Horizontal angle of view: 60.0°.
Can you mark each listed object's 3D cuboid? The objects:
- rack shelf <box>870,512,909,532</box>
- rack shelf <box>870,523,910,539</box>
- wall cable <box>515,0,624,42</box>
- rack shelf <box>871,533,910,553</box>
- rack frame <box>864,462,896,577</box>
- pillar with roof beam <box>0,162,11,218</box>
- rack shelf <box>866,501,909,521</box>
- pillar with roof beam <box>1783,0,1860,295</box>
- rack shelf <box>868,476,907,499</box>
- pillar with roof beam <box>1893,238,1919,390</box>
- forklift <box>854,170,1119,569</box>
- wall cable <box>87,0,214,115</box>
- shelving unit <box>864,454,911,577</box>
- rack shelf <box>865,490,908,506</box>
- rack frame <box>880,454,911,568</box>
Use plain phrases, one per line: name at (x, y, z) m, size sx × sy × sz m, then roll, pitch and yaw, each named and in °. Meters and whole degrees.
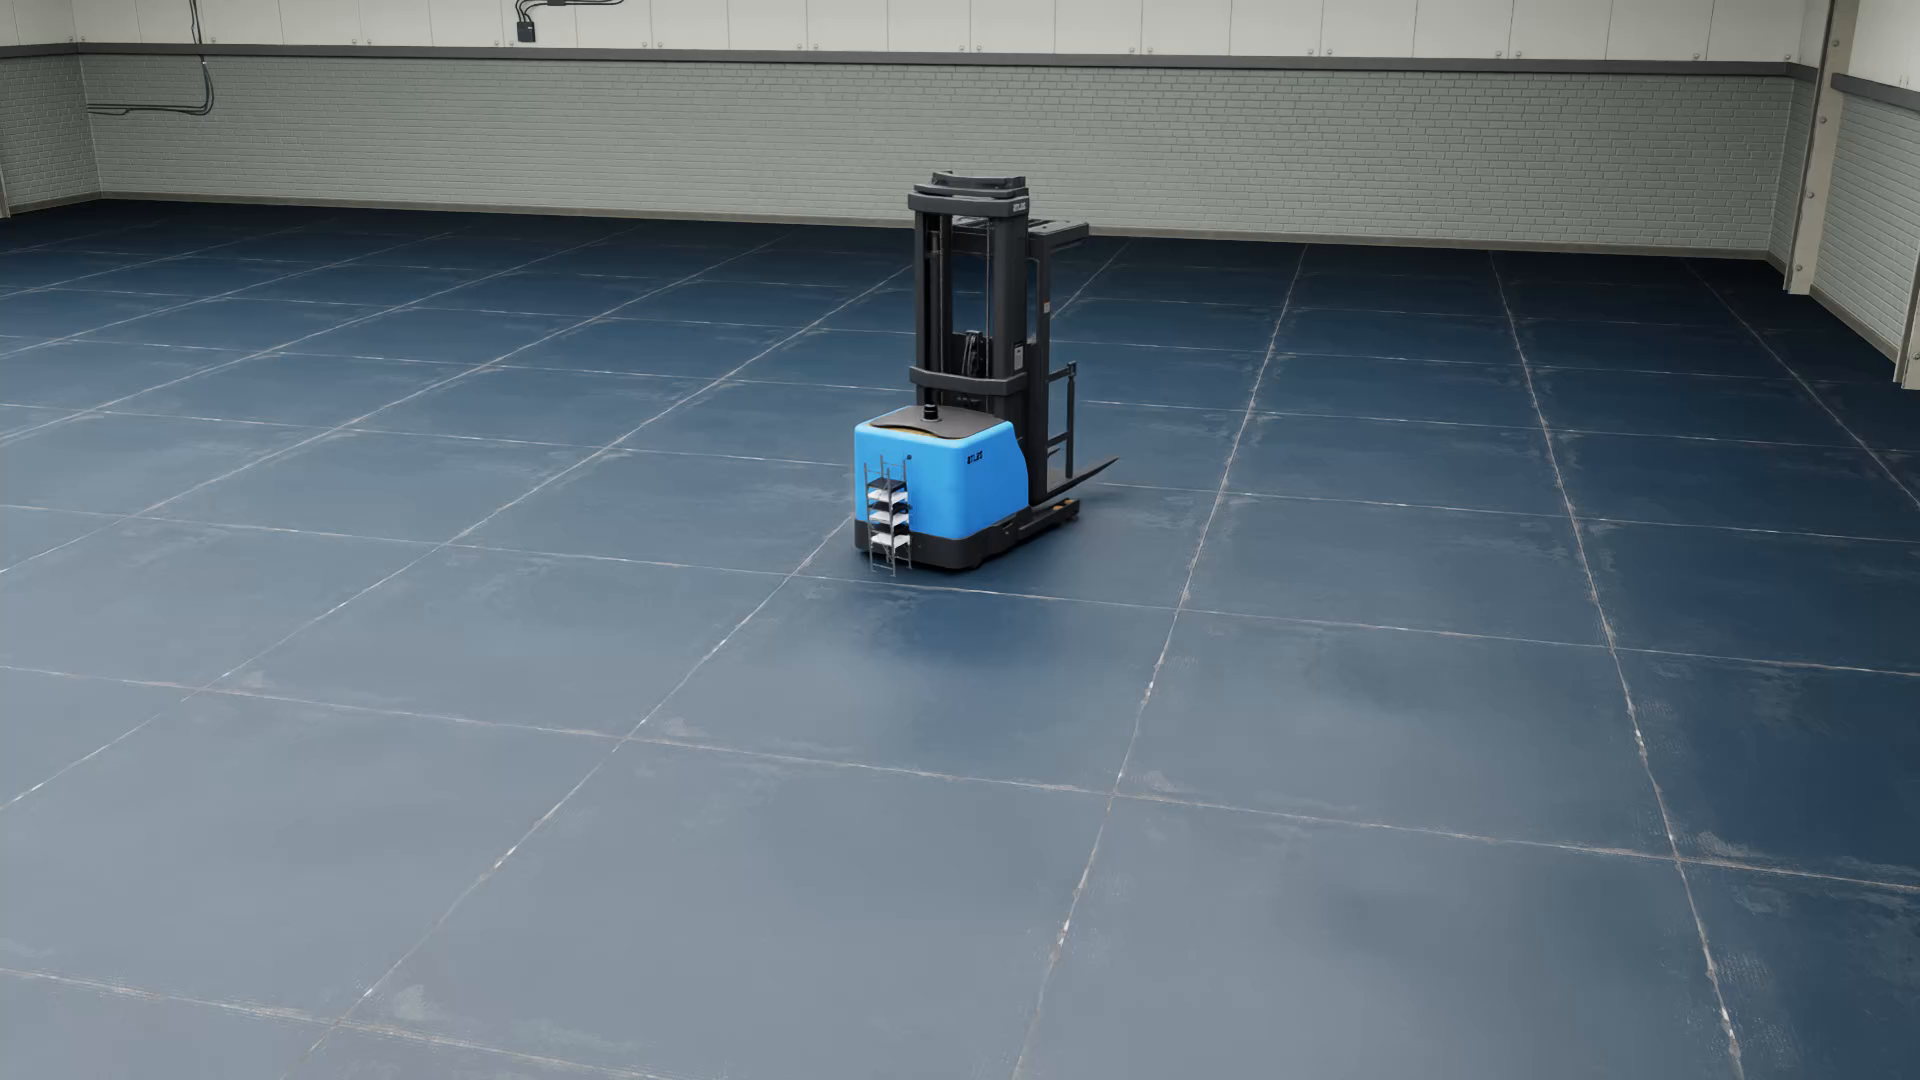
rack shelf at (-0.555, -0.155, 12.832) m, size 0.258 × 0.077 × 0.200 m, roll 13°, pitch 27°, yaw 33°
rack shelf at (-0.551, -0.072, 12.866) m, size 0.258 × 0.077 × 0.200 m, roll 13°, pitch 27°, yaw 33°
wall cable at (-7.107, -12.046, 29.771) m, size 2.305 × 6.003 × 0.169 m, roll 5°, pitch 19°, yaw 13°
rack shelf at (-0.547, 0.011, 12.900) m, size 0.258 × 0.077 × 0.200 m, roll 13°, pitch 27°, yaw 33°
rack frame at (-0.614, -0.152, 12.743) m, size 0.240 × 0.900 × 0.006 m, roll 13°, pitch 27°, yaw 33°
pillar with roof beam at (-14.136, -10.032, 29.137) m, size 9.100 × 9.000 × 0.400 m, roll 5°, pitch 19°, yaw 13°
rack shelf at (-0.558, -0.238, 12.797) m, size 0.258 × 0.077 × 0.200 m, roll 13°, pitch 27°, yaw 33°
pillar with roof beam at (8.060, -8.225, 23.845) m, size 9.100 × 9.000 × 0.400 m, roll 5°, pitch 19°, yaw 13°
rack shelf at (-0.566, -0.405, 12.729) m, size 0.258 × 0.077 × 0.200 m, roll 13°, pitch 27°, yaw 33°
pillar with roof beam at (6.594, -6.344, 18.339) m, size 9.100 × 9.000 × 0.400 m, roll 5°, pitch 19°, yaw 13°
forklift at (0.367, -1.586, 13.798) m, size 1.130 × 2.935 × 3.031 m, roll 12°, pitch 22°, yaw 30°
wall cable at (-16.308, -9.722, 33.032) m, size 3.097 × 2.526 × 0.112 m, roll 5°, pitch 19°, yaw 13°
shelving unit at (-0.556, -0.186, 12.819) m, size 0.258 × 0.900 × 0.210 m, roll 13°, pitch 27°, yaw 33°
rack shelf at (-0.562, -0.322, 12.763) m, size 0.258 × 0.077 × 0.200 m, roll 13°, pitch 27°, yaw 33°
rack frame at (-0.498, -0.220, 12.895) m, size 0.240 × 0.900 × 0.006 m, roll 13°, pitch 27°, yaw 33°
